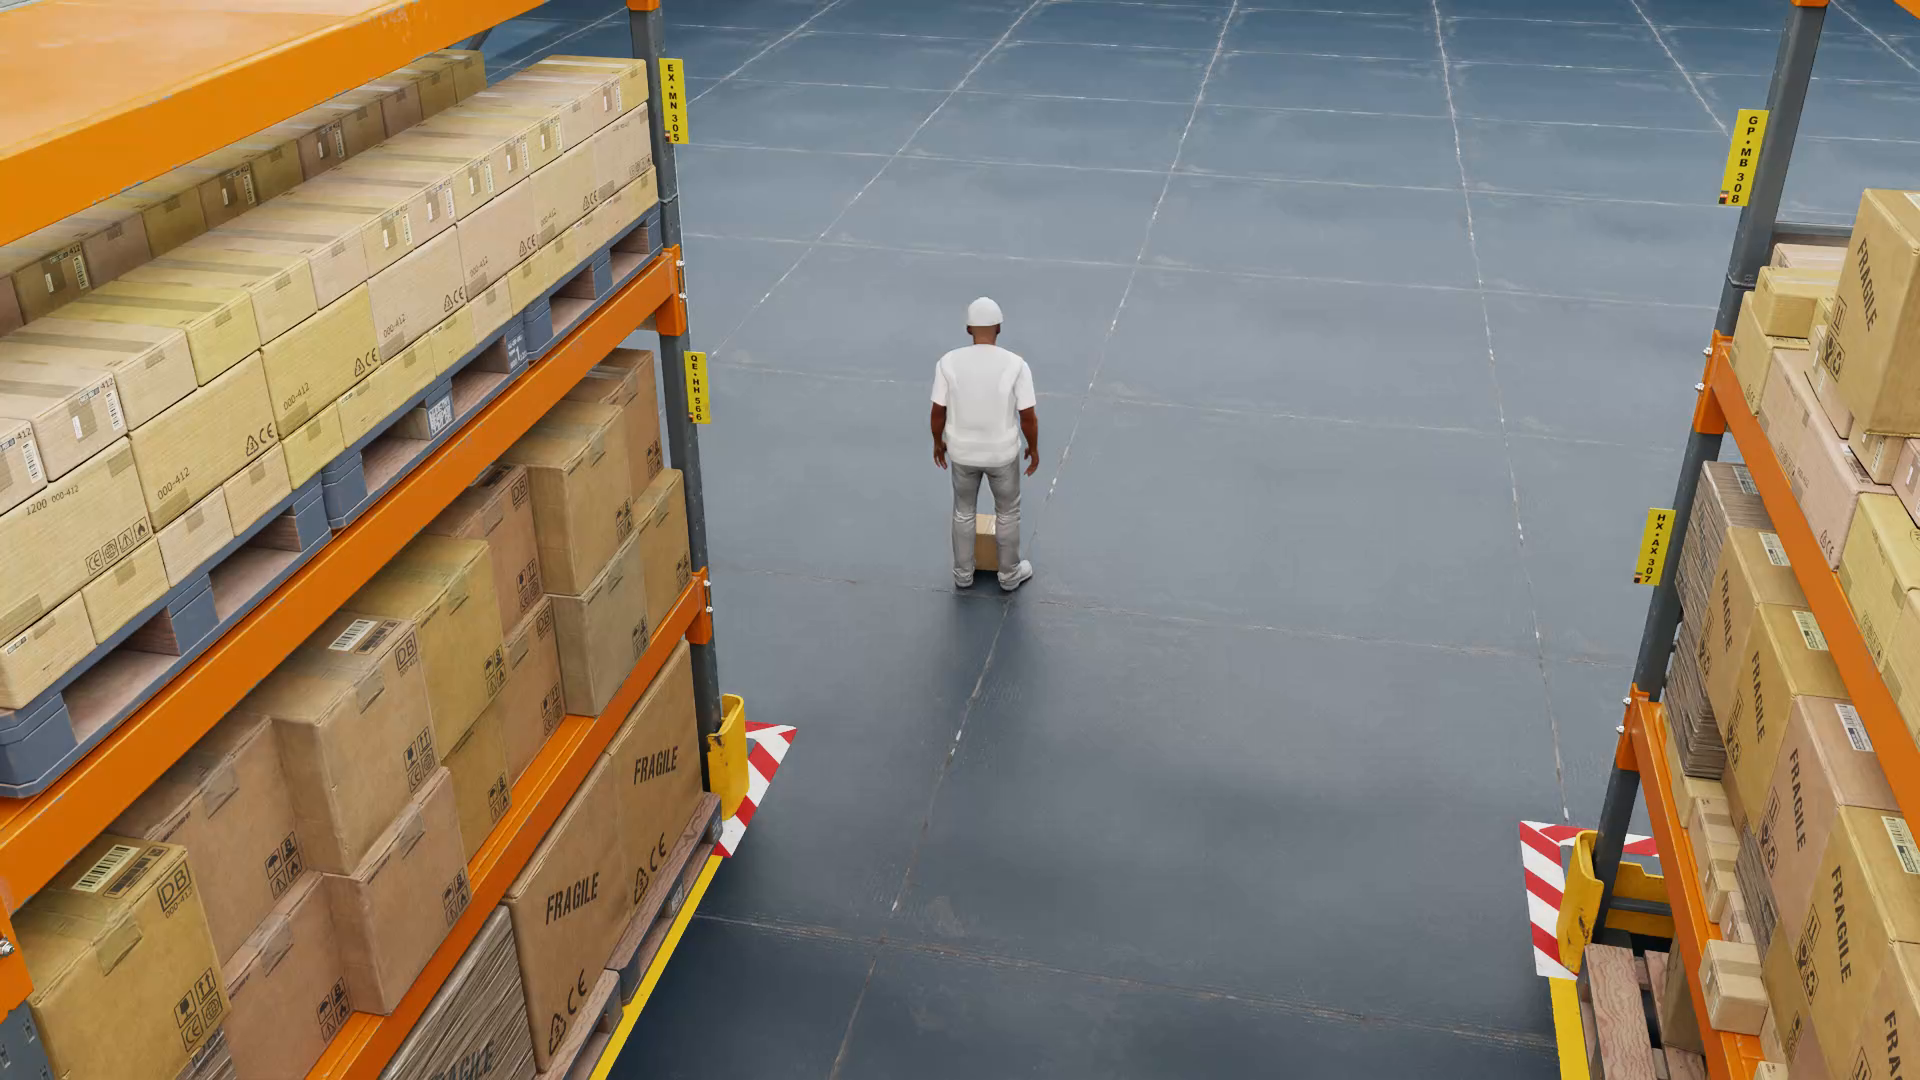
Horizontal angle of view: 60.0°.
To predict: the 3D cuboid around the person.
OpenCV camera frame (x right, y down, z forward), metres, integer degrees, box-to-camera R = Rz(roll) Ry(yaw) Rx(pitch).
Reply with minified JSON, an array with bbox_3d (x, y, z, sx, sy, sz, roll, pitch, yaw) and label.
[{"bbox_3d":[0.146,-0.536,9.584,0.627,1.761,0.458,5,29,9],"label":"person"}]
